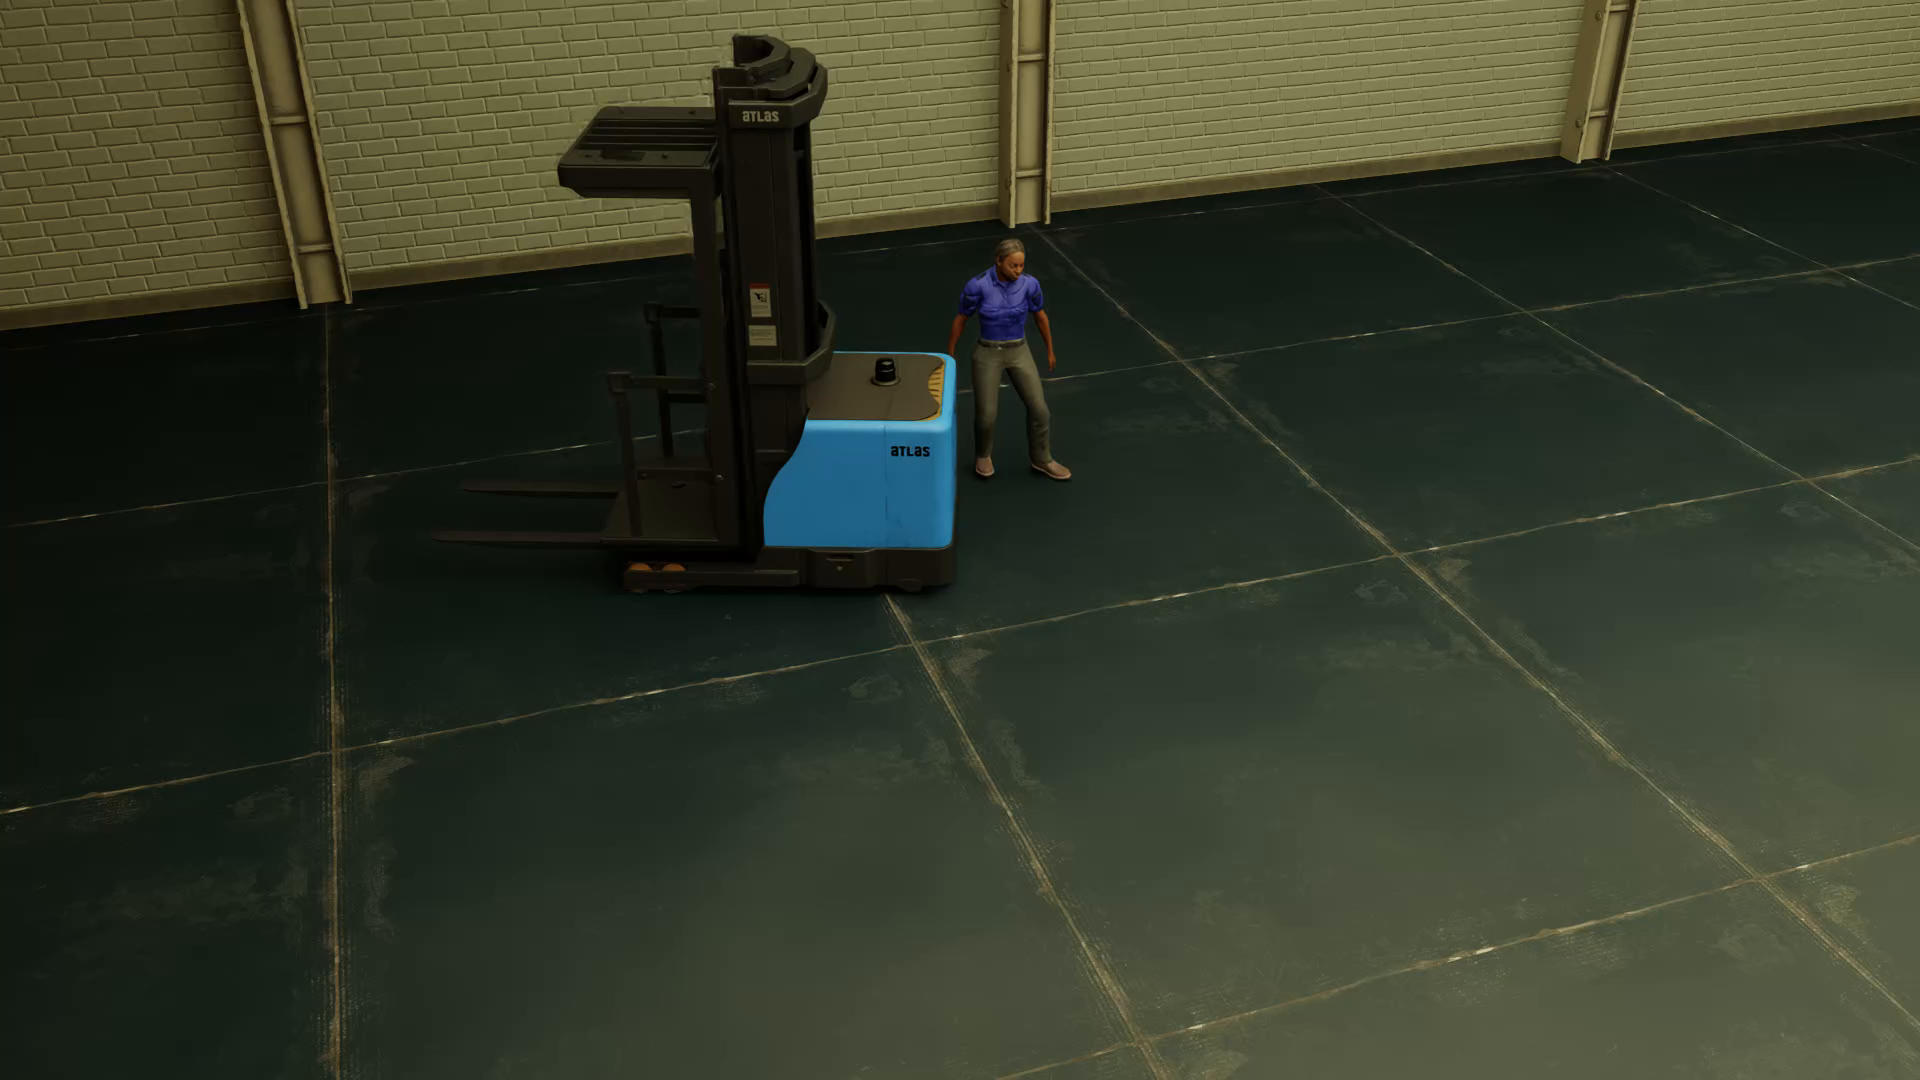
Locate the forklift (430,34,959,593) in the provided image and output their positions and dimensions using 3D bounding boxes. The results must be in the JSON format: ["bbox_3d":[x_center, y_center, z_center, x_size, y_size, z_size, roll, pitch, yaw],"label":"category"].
[{"bbox_3d":[-1.536,-1.229,9.222,3.031,2.935,1.130,1,30,1],"label":"forklift"}]

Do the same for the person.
[{"bbox_3d":[0.305,-1.138,10.380,0.788,1.621,0.372,-5,30,-8],"label":"person"}]
